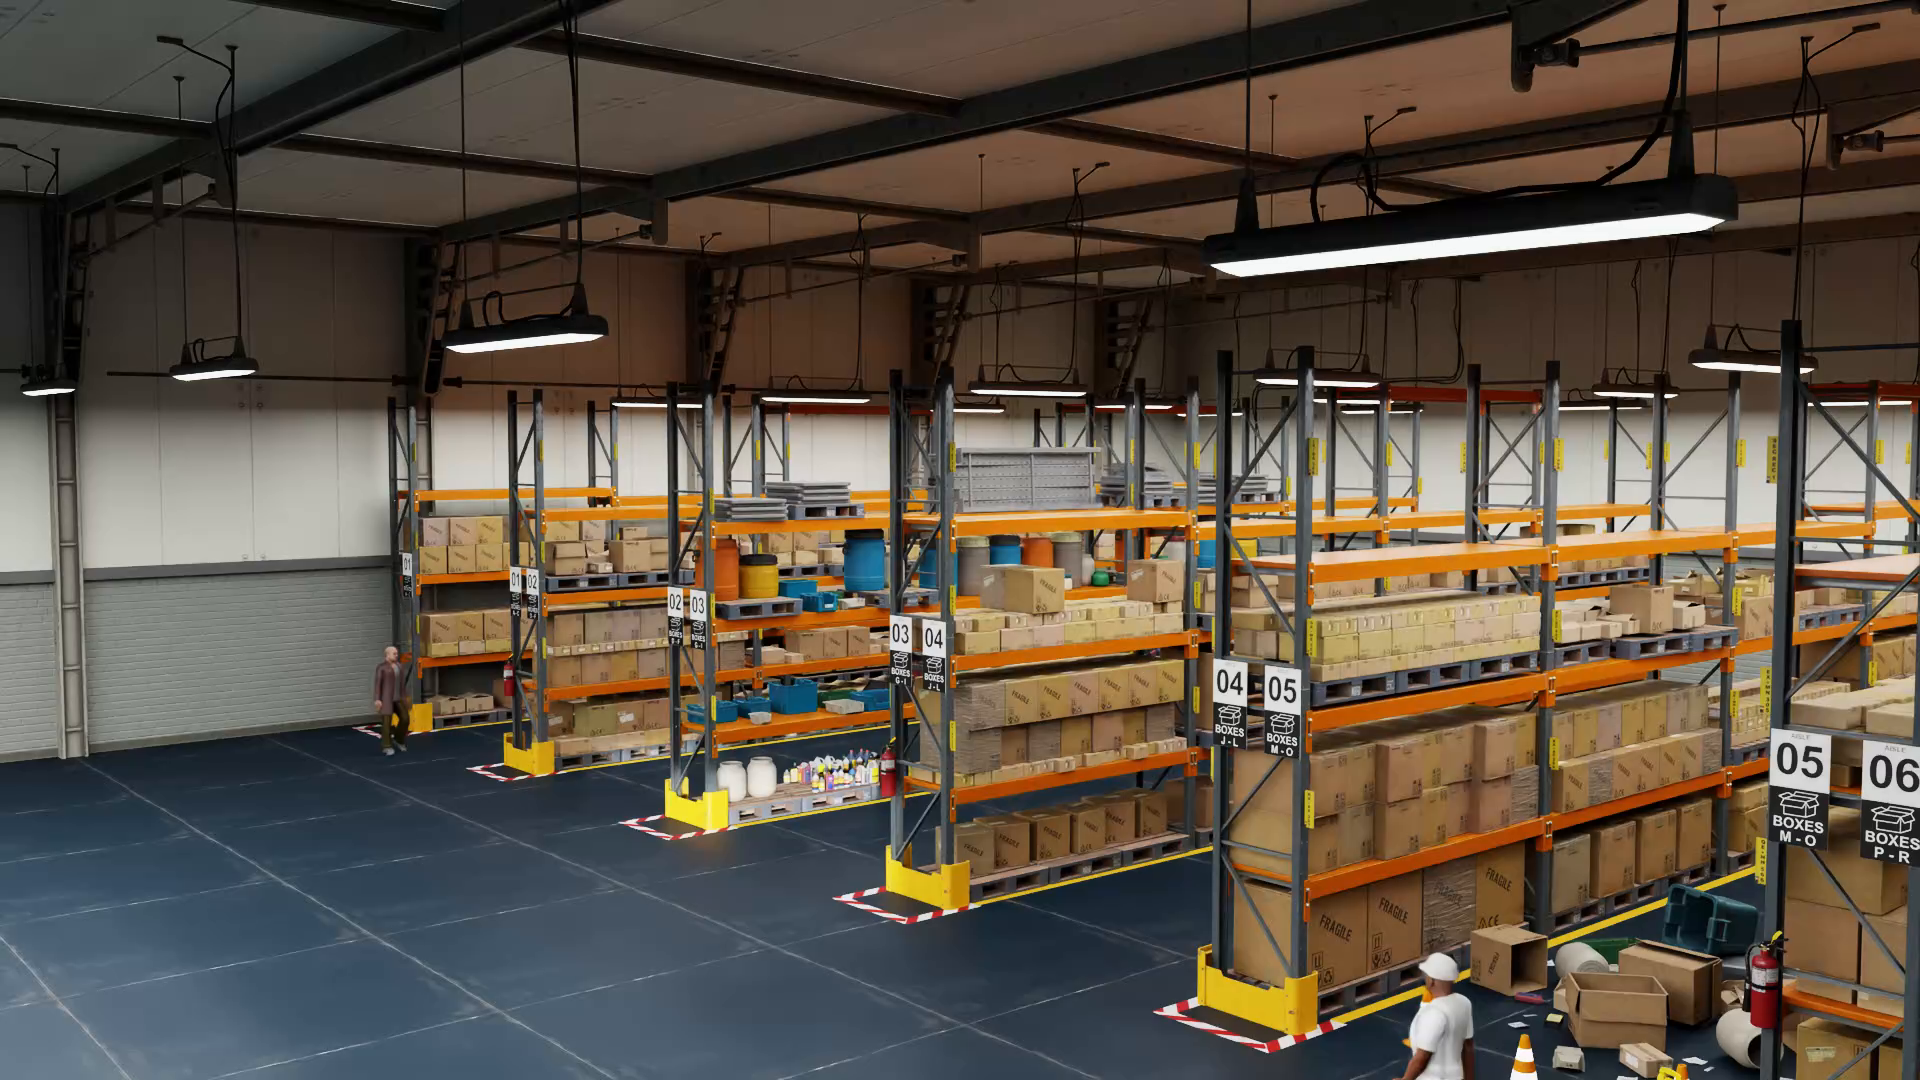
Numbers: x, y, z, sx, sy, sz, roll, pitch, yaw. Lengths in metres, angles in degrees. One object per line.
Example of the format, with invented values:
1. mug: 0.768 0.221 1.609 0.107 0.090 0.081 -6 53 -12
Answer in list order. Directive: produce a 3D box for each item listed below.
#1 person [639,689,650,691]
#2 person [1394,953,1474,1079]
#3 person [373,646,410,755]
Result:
1. person: -6.000 2.472 31.130 0.584 1.830 0.439 -2 4 -34
2. person: 3.204 3.645 11.176 1.044 1.735 0.514 1 3 17
3. person: -9.496 2.674 27.694 0.488 1.806 0.669 2 4 35
